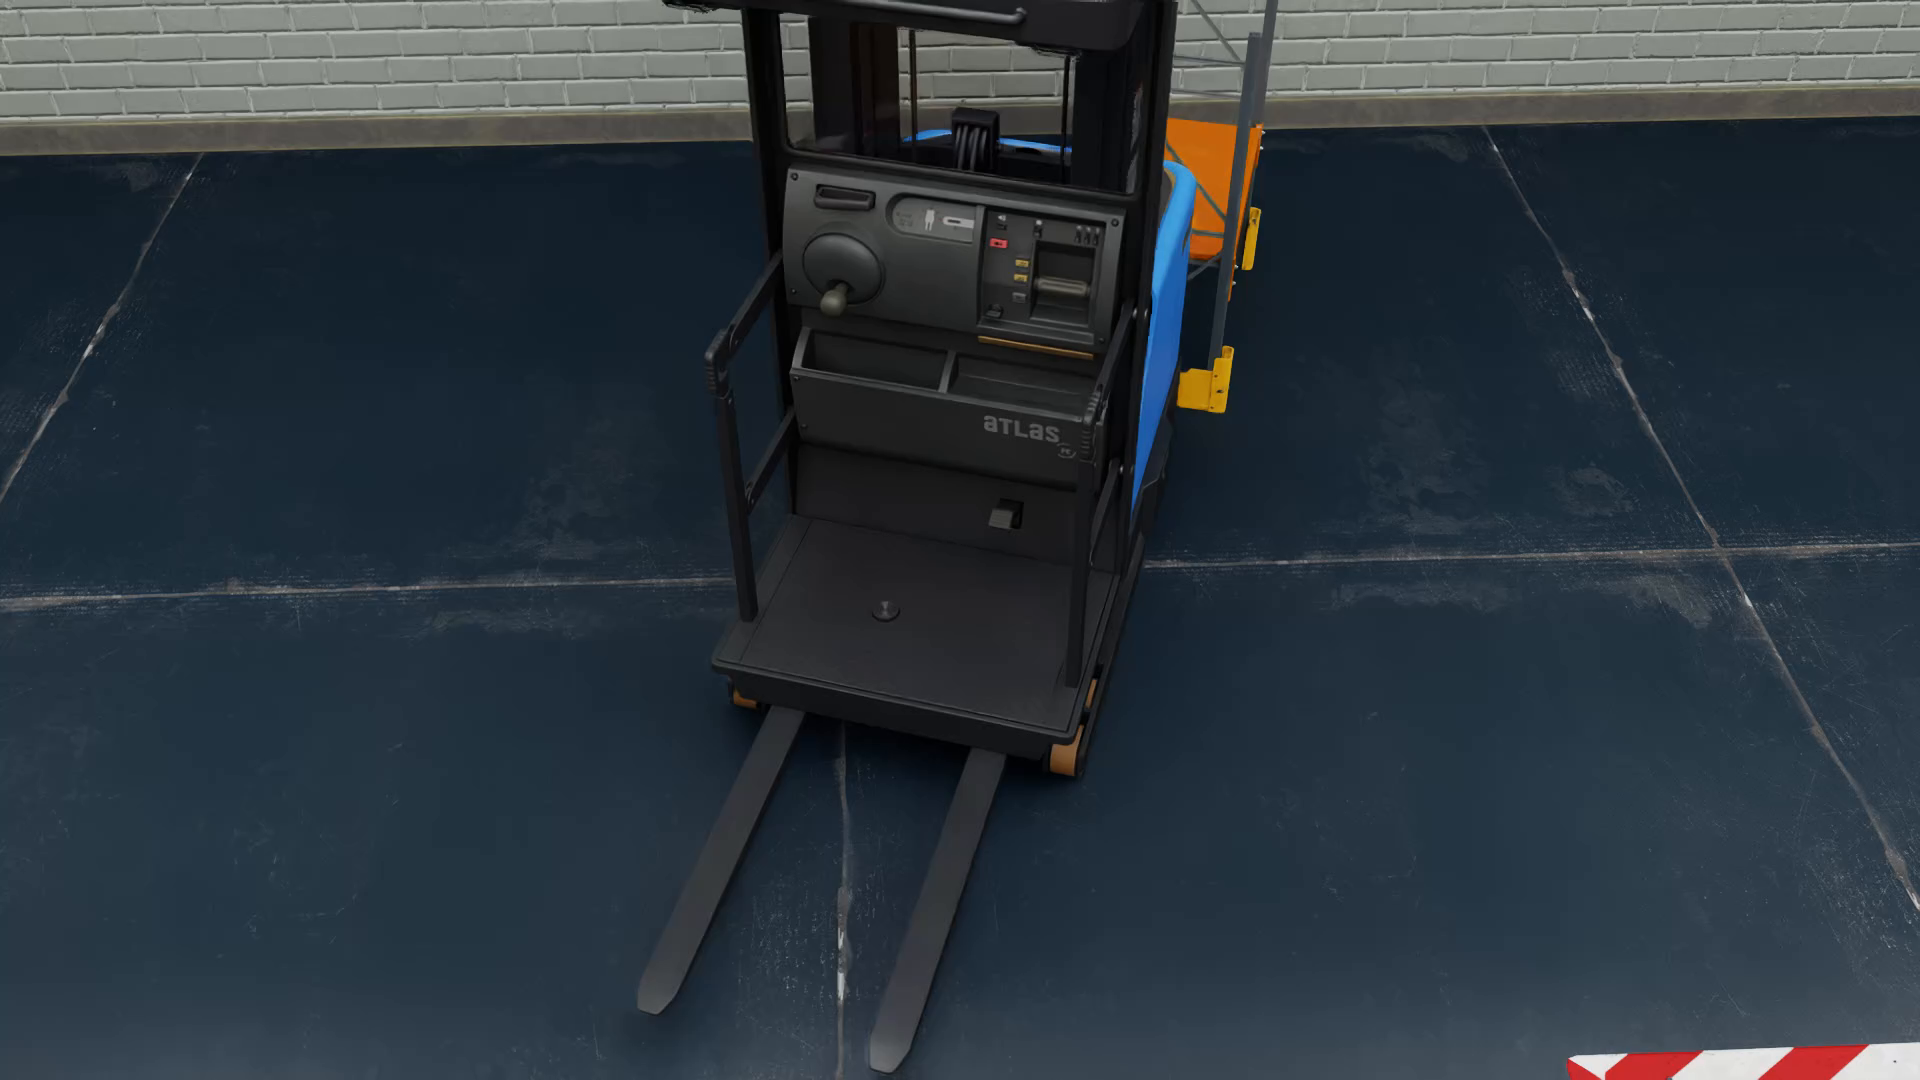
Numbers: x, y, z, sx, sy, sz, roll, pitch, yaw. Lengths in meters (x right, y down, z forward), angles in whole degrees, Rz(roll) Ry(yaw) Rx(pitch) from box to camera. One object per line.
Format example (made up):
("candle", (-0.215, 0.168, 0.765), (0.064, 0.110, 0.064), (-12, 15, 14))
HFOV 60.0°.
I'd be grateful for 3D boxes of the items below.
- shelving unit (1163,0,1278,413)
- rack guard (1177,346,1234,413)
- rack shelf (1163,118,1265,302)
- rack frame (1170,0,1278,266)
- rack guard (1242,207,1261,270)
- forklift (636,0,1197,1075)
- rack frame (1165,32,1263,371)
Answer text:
("shelving unit", (0.836, -1.429, 6.199), (0.587, 1.500, 1.083), (9, 43, 10))
("rack guard", (0.722, -0.641, 6.264), (0.587, 0.250, 0.087), (9, 43, 10))
("rack shelf", (0.834, -1.291, 6.314), (0.538, 0.185, 1.000), (9, 43, 10))
("rack frame", (0.951, -1.758, 6.558), (0.500, 1.500, 0.032), (9, 43, 10))
("rack guard", (0.950, -1.296, 6.979), (0.587, 0.250, 0.087), (9, 43, 10))
("forklift", (-0.083, -0.672, 4.314), (1.130, 2.935, 3.031), (11, 44, 11))
("rack frame", (0.717, -1.089, 5.828), (0.500, 1.500, 0.032), (9, 43, 10))
